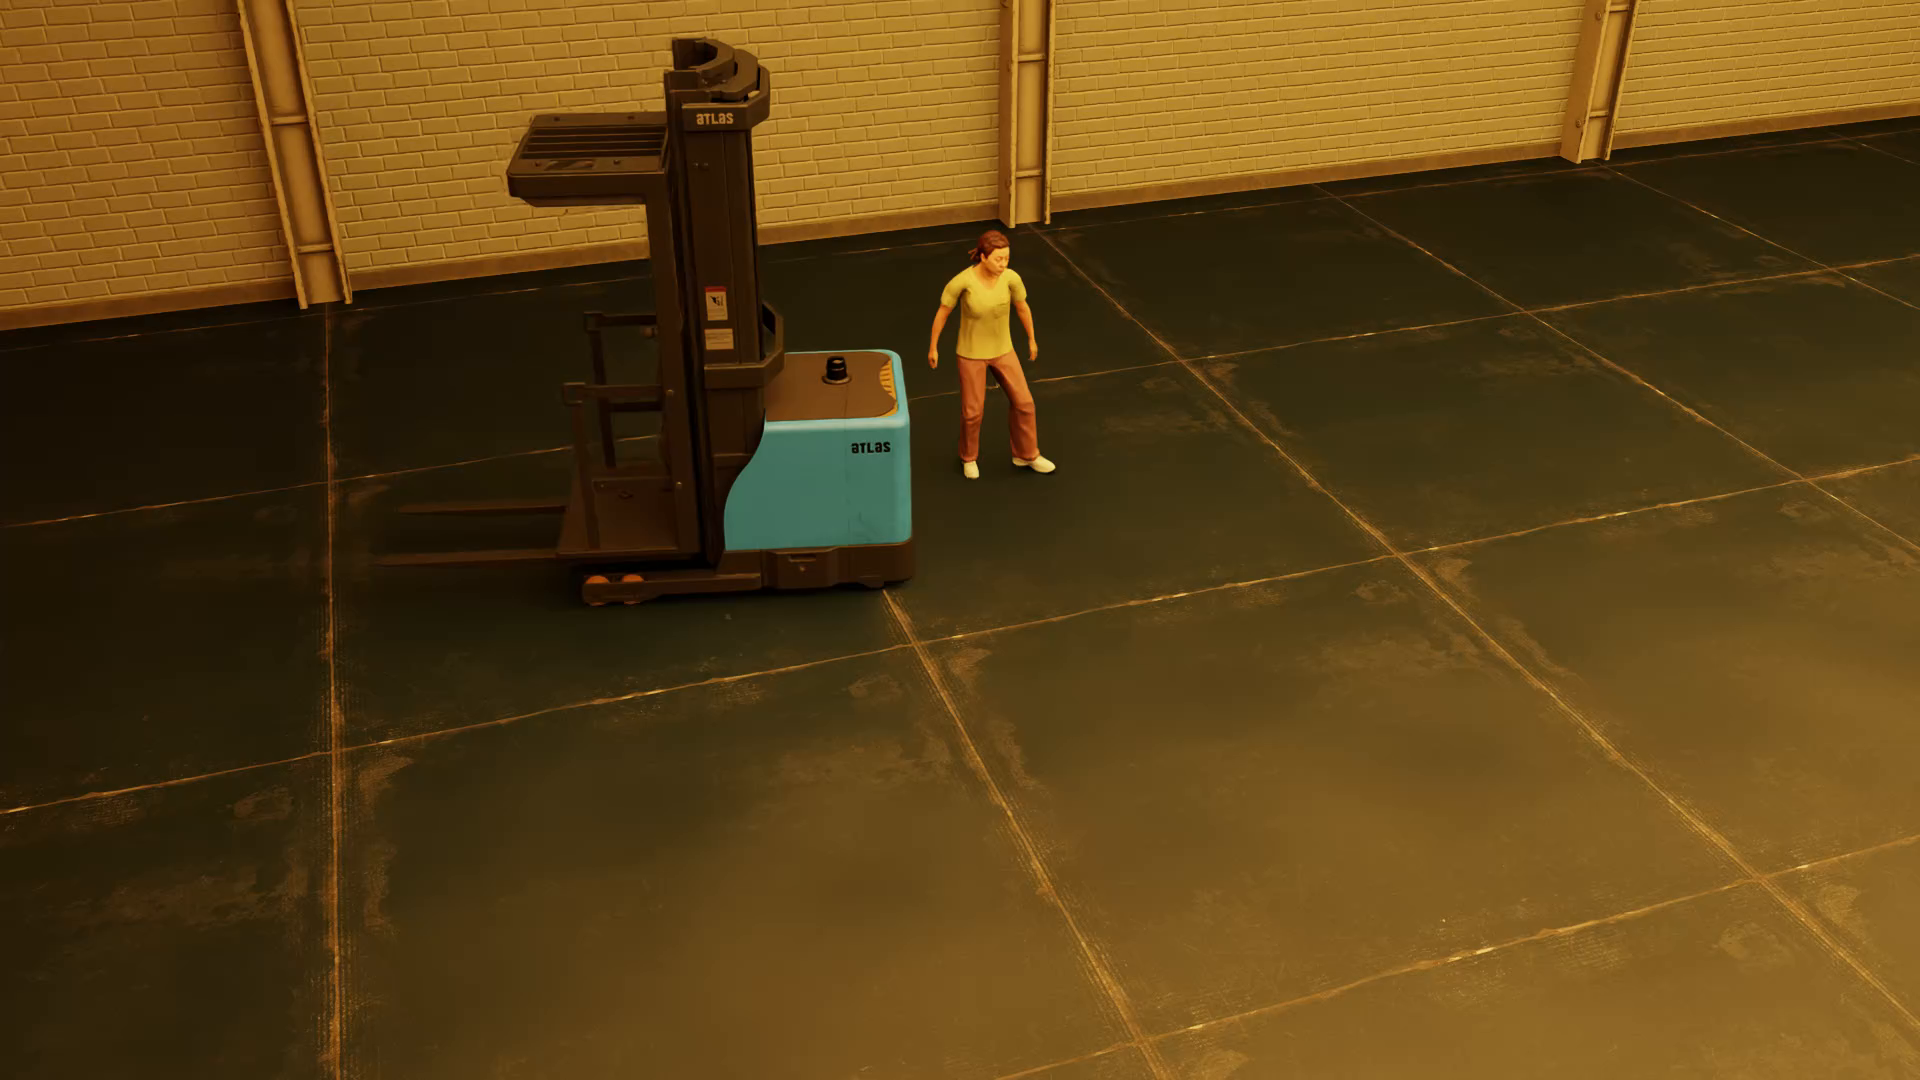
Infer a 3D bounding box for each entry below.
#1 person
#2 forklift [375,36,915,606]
[{"bbox_3d":[0.197,-1.172,10.425,0.788,1.647,0.372,-8,31,-14],"label":"person"},{"bbox_3d":[-1.808,-1.175,9.129,3.031,2.935,1.130,-3,30,-4],"label":"forklift"}]
